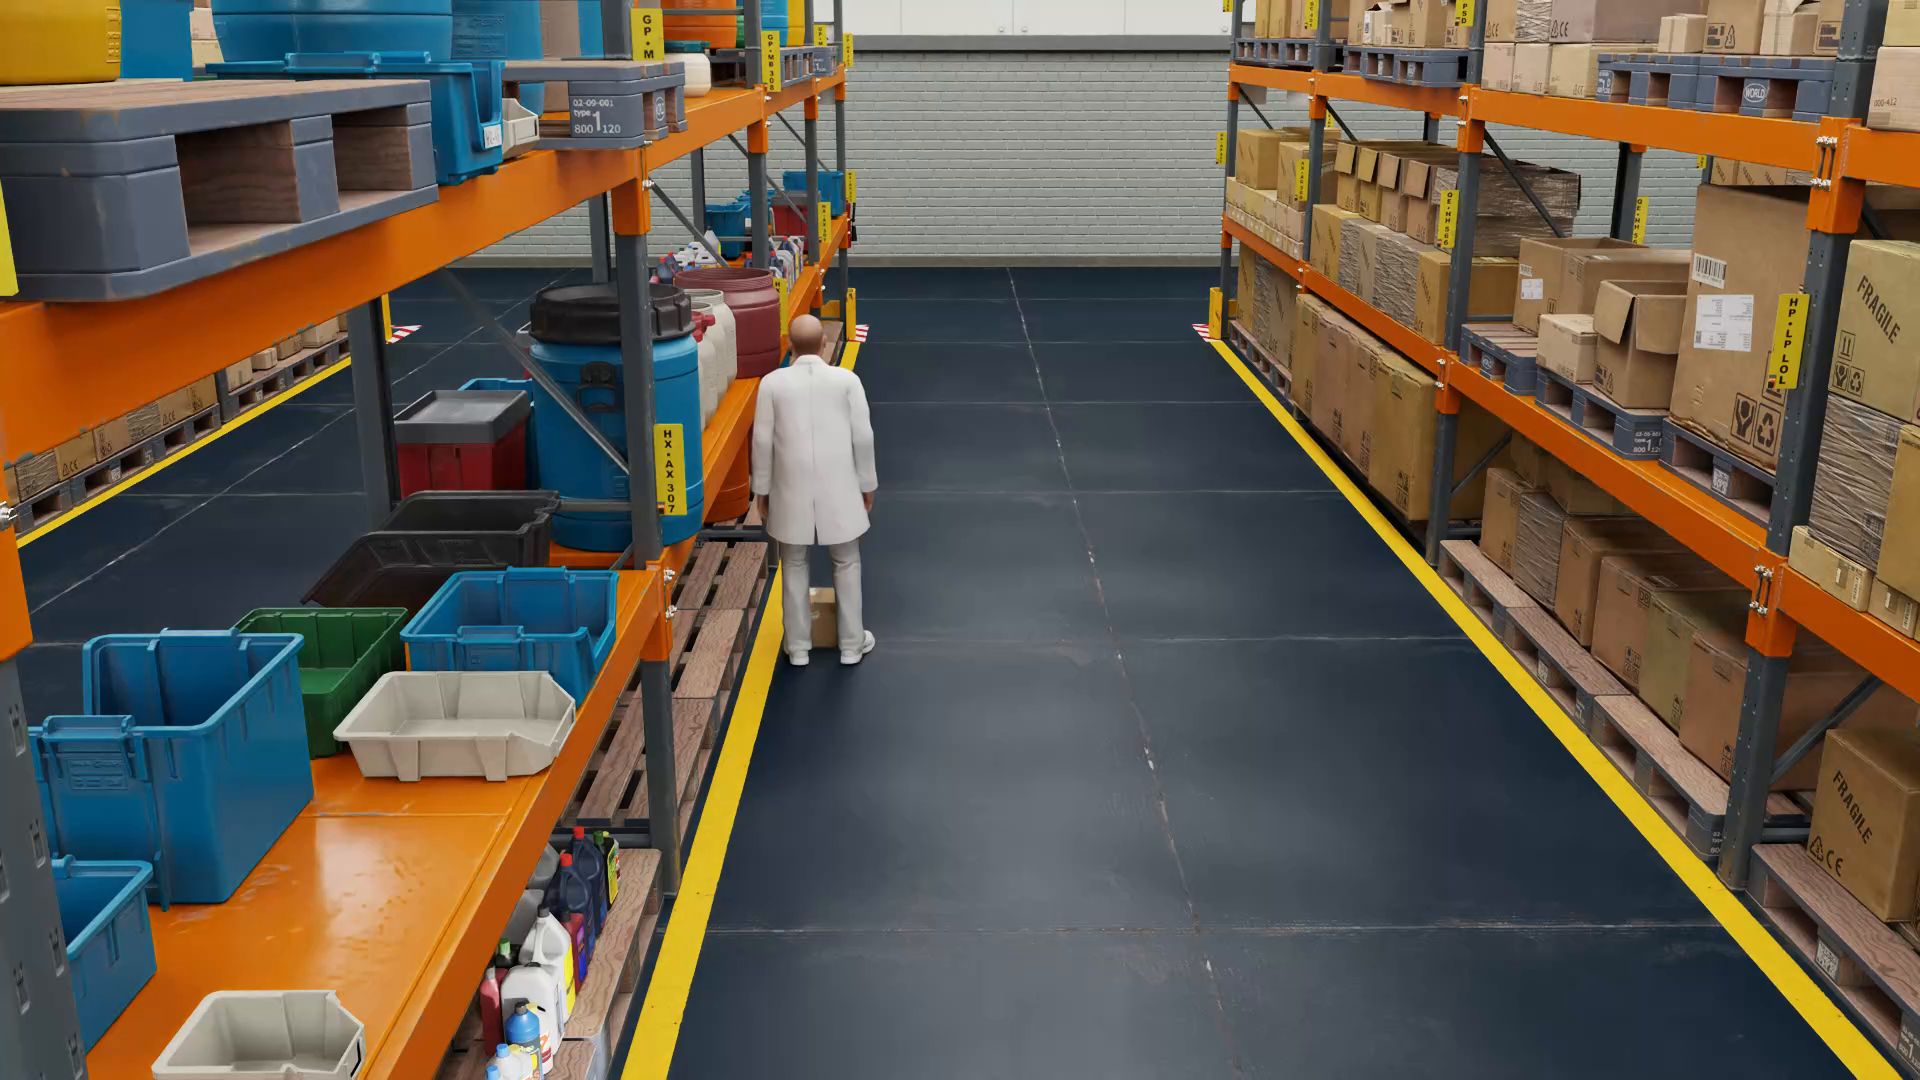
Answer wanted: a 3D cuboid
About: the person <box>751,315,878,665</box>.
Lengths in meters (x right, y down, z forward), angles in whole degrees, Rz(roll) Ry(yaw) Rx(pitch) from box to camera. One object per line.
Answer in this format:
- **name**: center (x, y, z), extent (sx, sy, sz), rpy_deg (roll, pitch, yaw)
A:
- **person**: center (-0.732, -0.245, 8.380), extent (0.637, 1.773, 0.428), rpy_deg (-1, 17, -3)
